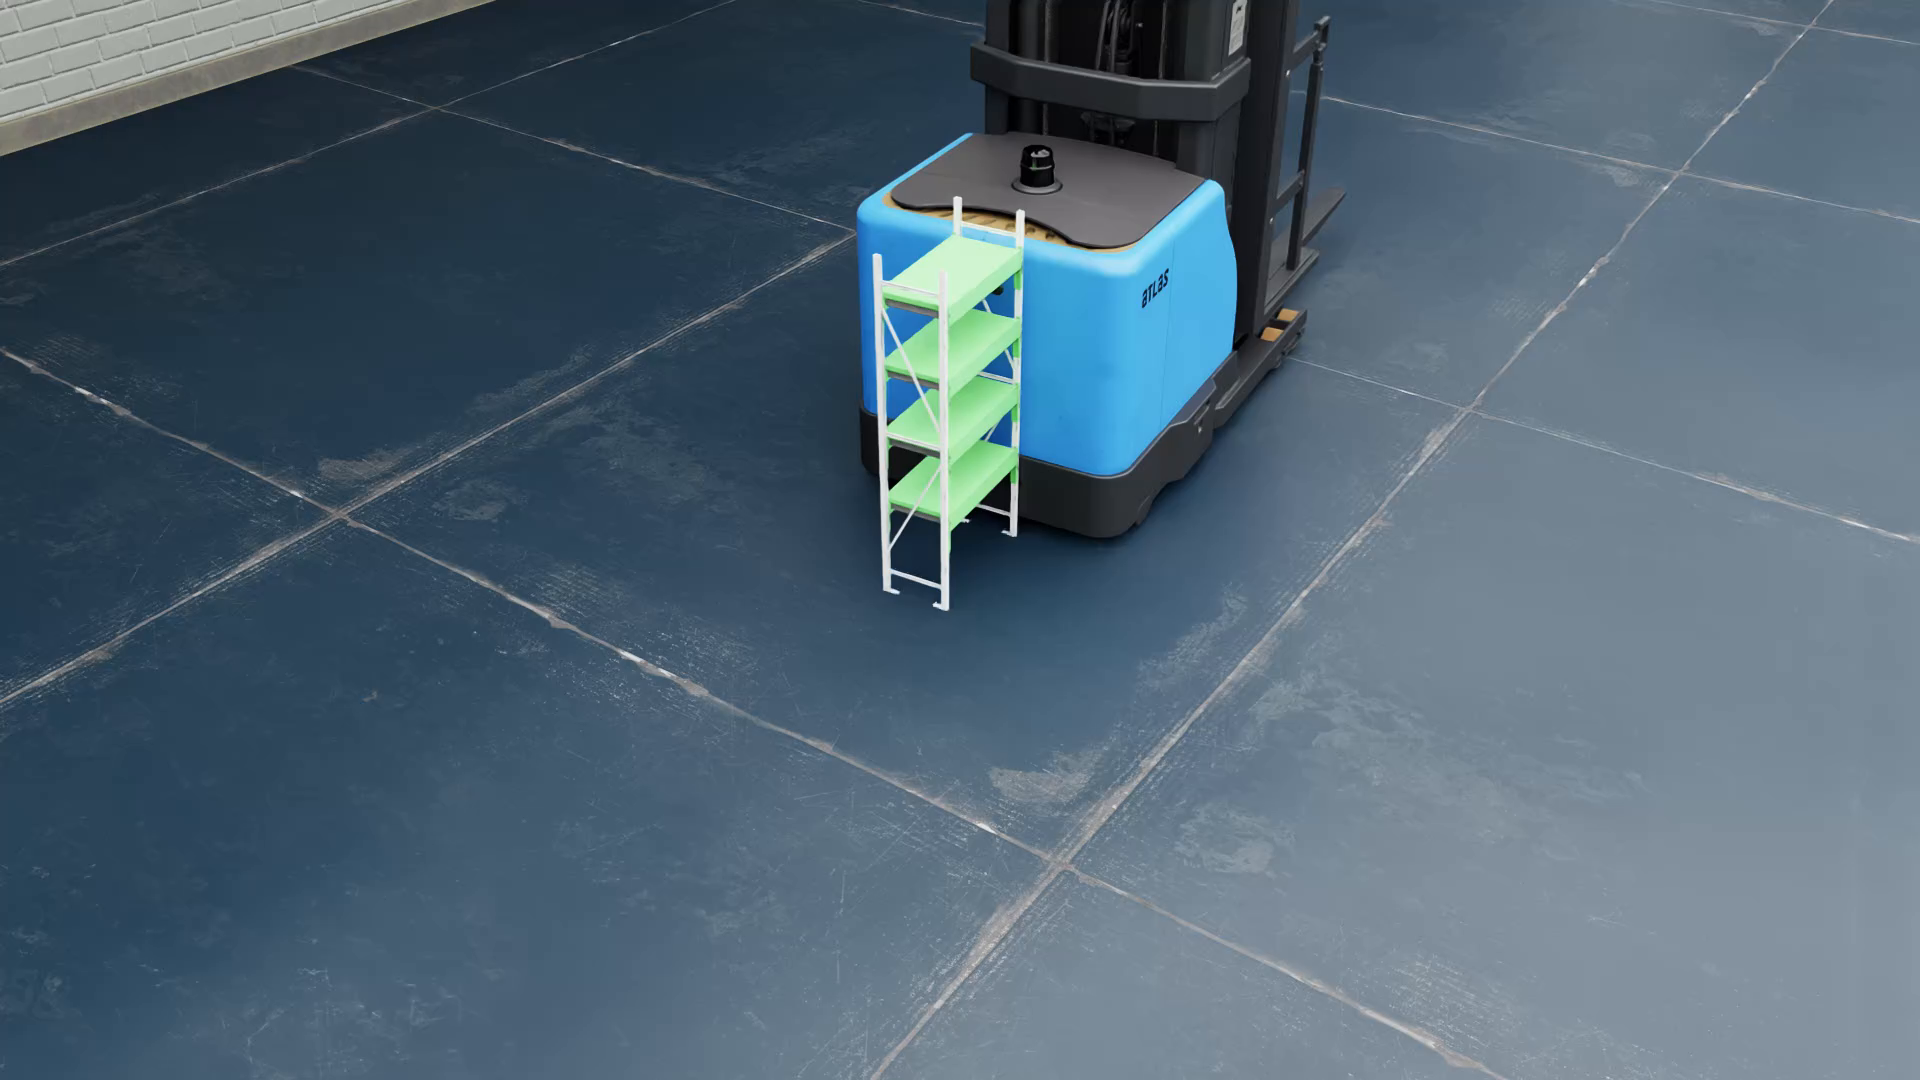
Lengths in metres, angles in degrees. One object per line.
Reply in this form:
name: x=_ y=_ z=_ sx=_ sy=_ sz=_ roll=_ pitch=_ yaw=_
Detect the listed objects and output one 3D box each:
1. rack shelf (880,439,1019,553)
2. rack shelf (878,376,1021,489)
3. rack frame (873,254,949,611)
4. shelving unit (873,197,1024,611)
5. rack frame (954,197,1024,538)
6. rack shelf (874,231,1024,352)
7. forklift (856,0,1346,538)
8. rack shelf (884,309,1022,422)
rack shelf: x=-0.028 y=-0.169 z=5.471 sx=0.258 sy=0.148 sz=0.480 roll=17 pitch=38 yaw=23
rack shelf: x=-0.028 y=-0.368 z=5.337 sx=0.258 sy=0.148 sz=0.480 roll=17 pitch=38 yaw=23
rack frame: x=-0.145 y=-0.301 z=5.124 sx=0.240 sy=1.200 sz=0.015 roll=17 pitch=38 yaw=23
shelving unit: x=-0.028 y=-0.421 z=5.301 sx=0.258 sy=1.200 sz=0.503 roll=17 pitch=38 yaw=23
rack frame: x=0.089 y=-0.541 z=5.479 sx=0.240 sy=1.200 sz=0.015 roll=17 pitch=38 yaw=23
rack shelf: x=-0.028 y=-0.766 z=5.068 sx=0.258 sy=0.148 sz=0.480 roll=17 pitch=38 yaw=23
forklift: x=0.789 y=-2.024 z=6.127 sx=1.130 sy=2.935 sz=3.031 roll=17 pitch=38 yaw=23
rack shelf: x=-0.028 y=-0.567 z=5.203 sx=0.258 sy=0.148 sz=0.480 roll=17 pitch=38 yaw=23
